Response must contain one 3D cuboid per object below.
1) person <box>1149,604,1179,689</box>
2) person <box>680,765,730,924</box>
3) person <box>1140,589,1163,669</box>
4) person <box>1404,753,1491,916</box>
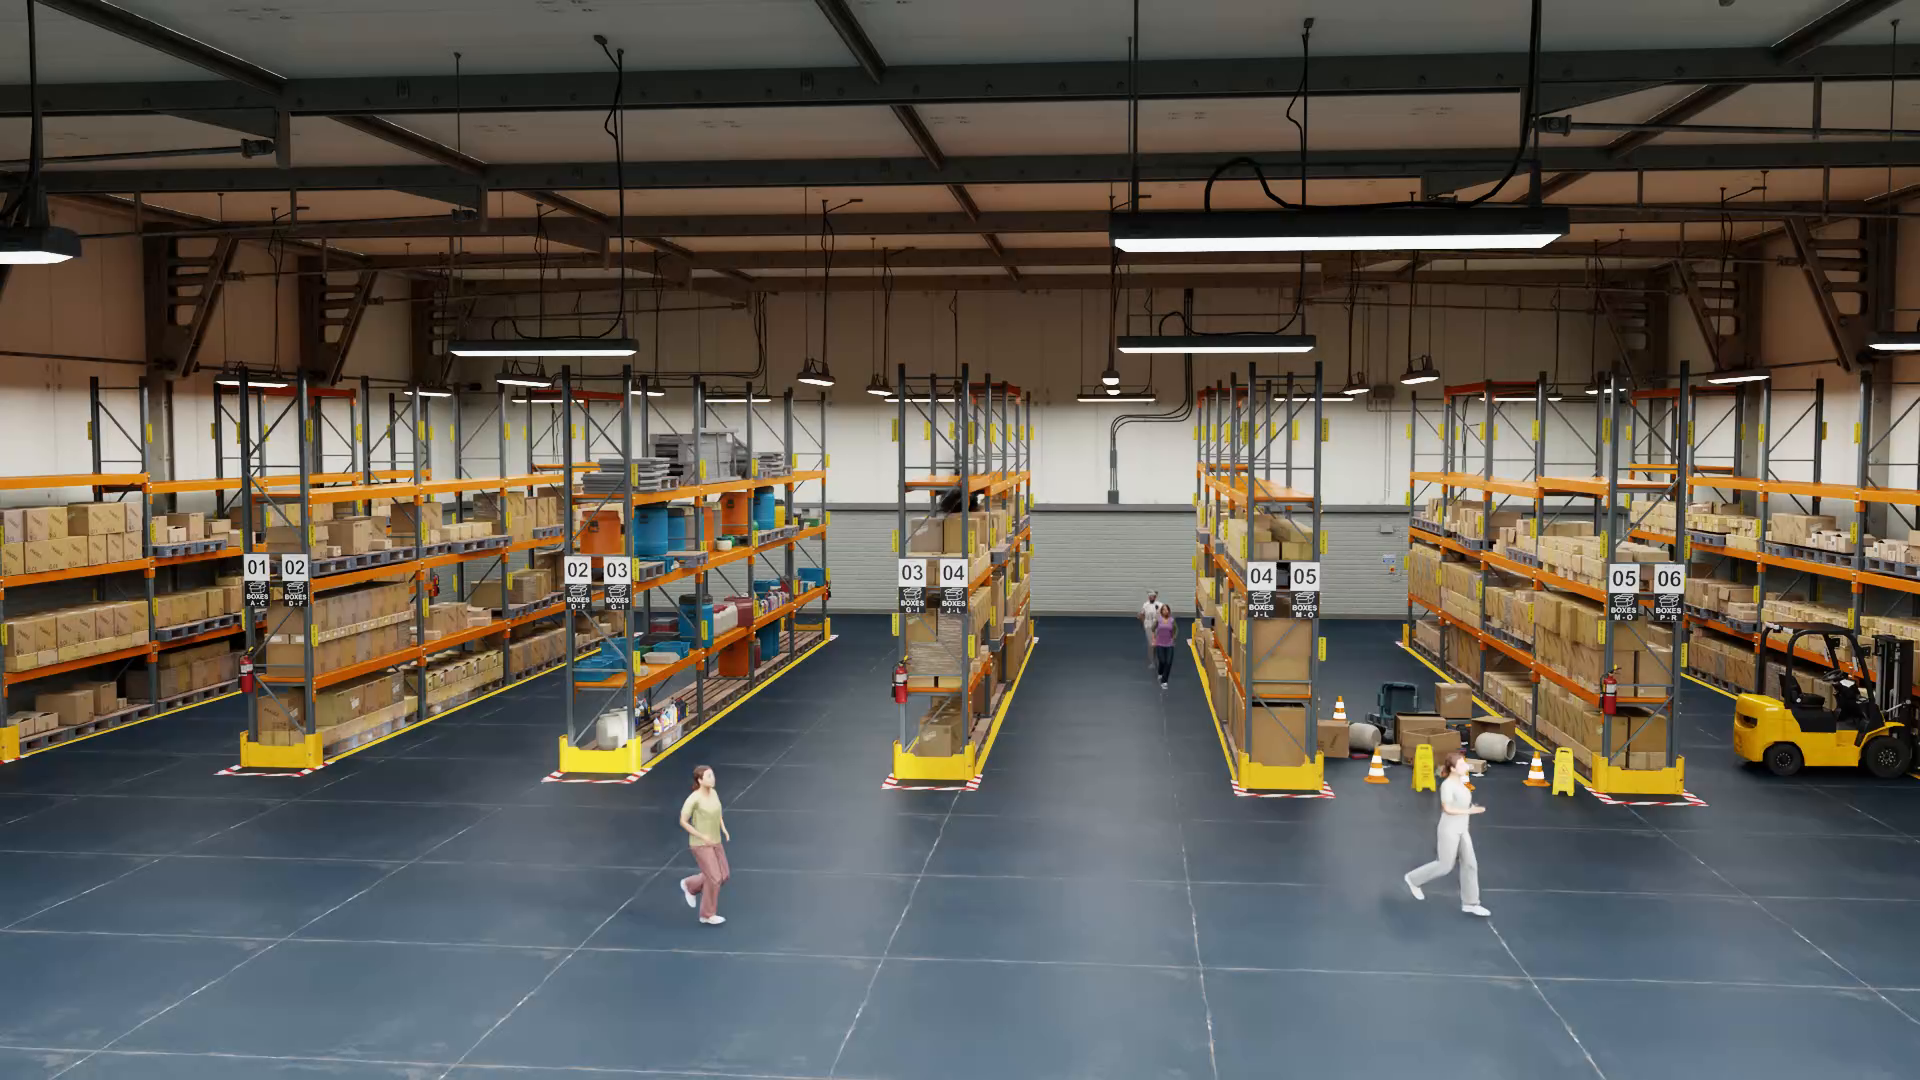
[{"bbox_3d":[3.780,1.967,30.691,0.540,1.565,0.488,0,4,0],"label":"person"},{"bbox_3d":[-2.653,3.095,17.003,0.596,1.624,0.624,2,4,28],"label":"person"},{"bbox_3d":[4.141,1.891,35.607,0.576,1.696,0.707,1,4,10],"label":"person"},{"bbox_3d":[5.113,3.037,17.361,0.922,1.650,0.566,3,5,39],"label":"person"}]
